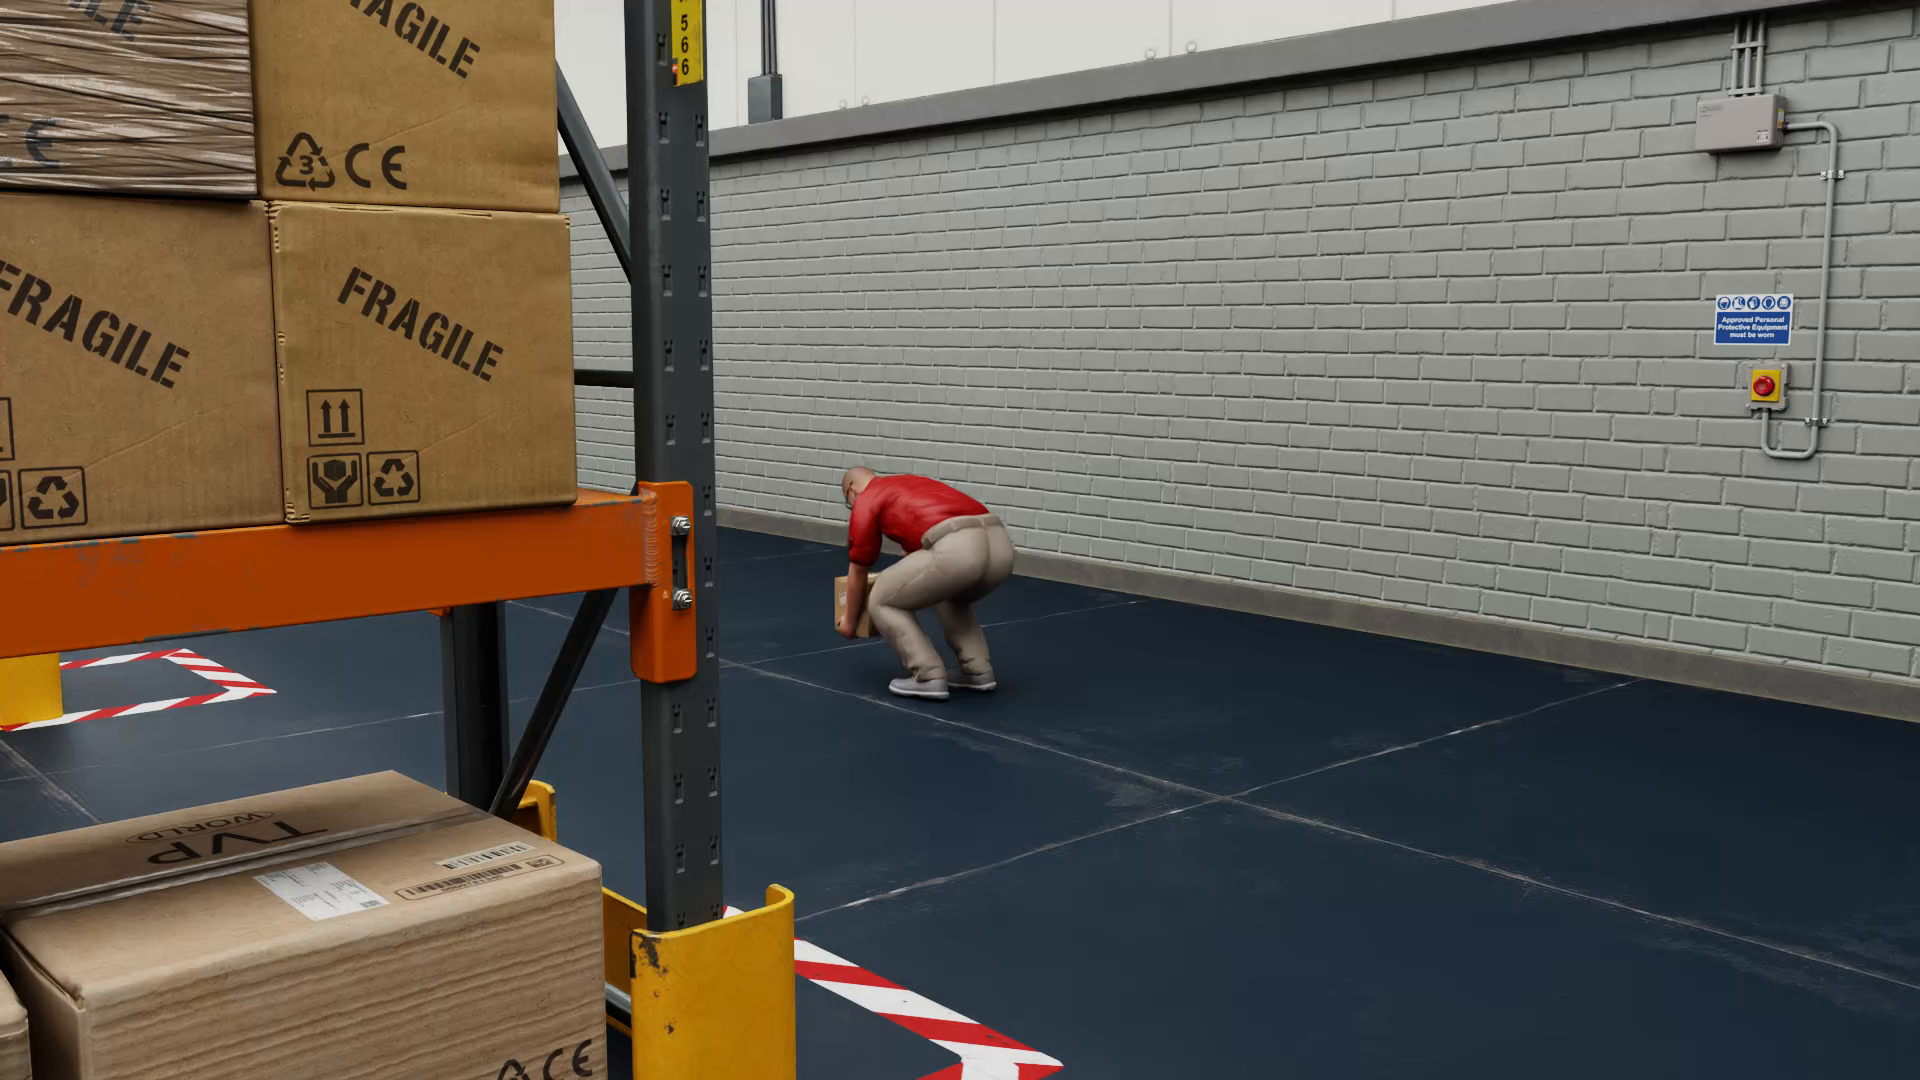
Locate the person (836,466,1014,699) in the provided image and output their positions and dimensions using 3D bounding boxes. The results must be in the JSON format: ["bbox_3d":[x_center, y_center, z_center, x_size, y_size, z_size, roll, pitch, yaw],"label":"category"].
[{"bbox_3d":[-0.181,0.178,7.420,0.544,0.978,0.925,-7,10,-43],"label":"person"}]
